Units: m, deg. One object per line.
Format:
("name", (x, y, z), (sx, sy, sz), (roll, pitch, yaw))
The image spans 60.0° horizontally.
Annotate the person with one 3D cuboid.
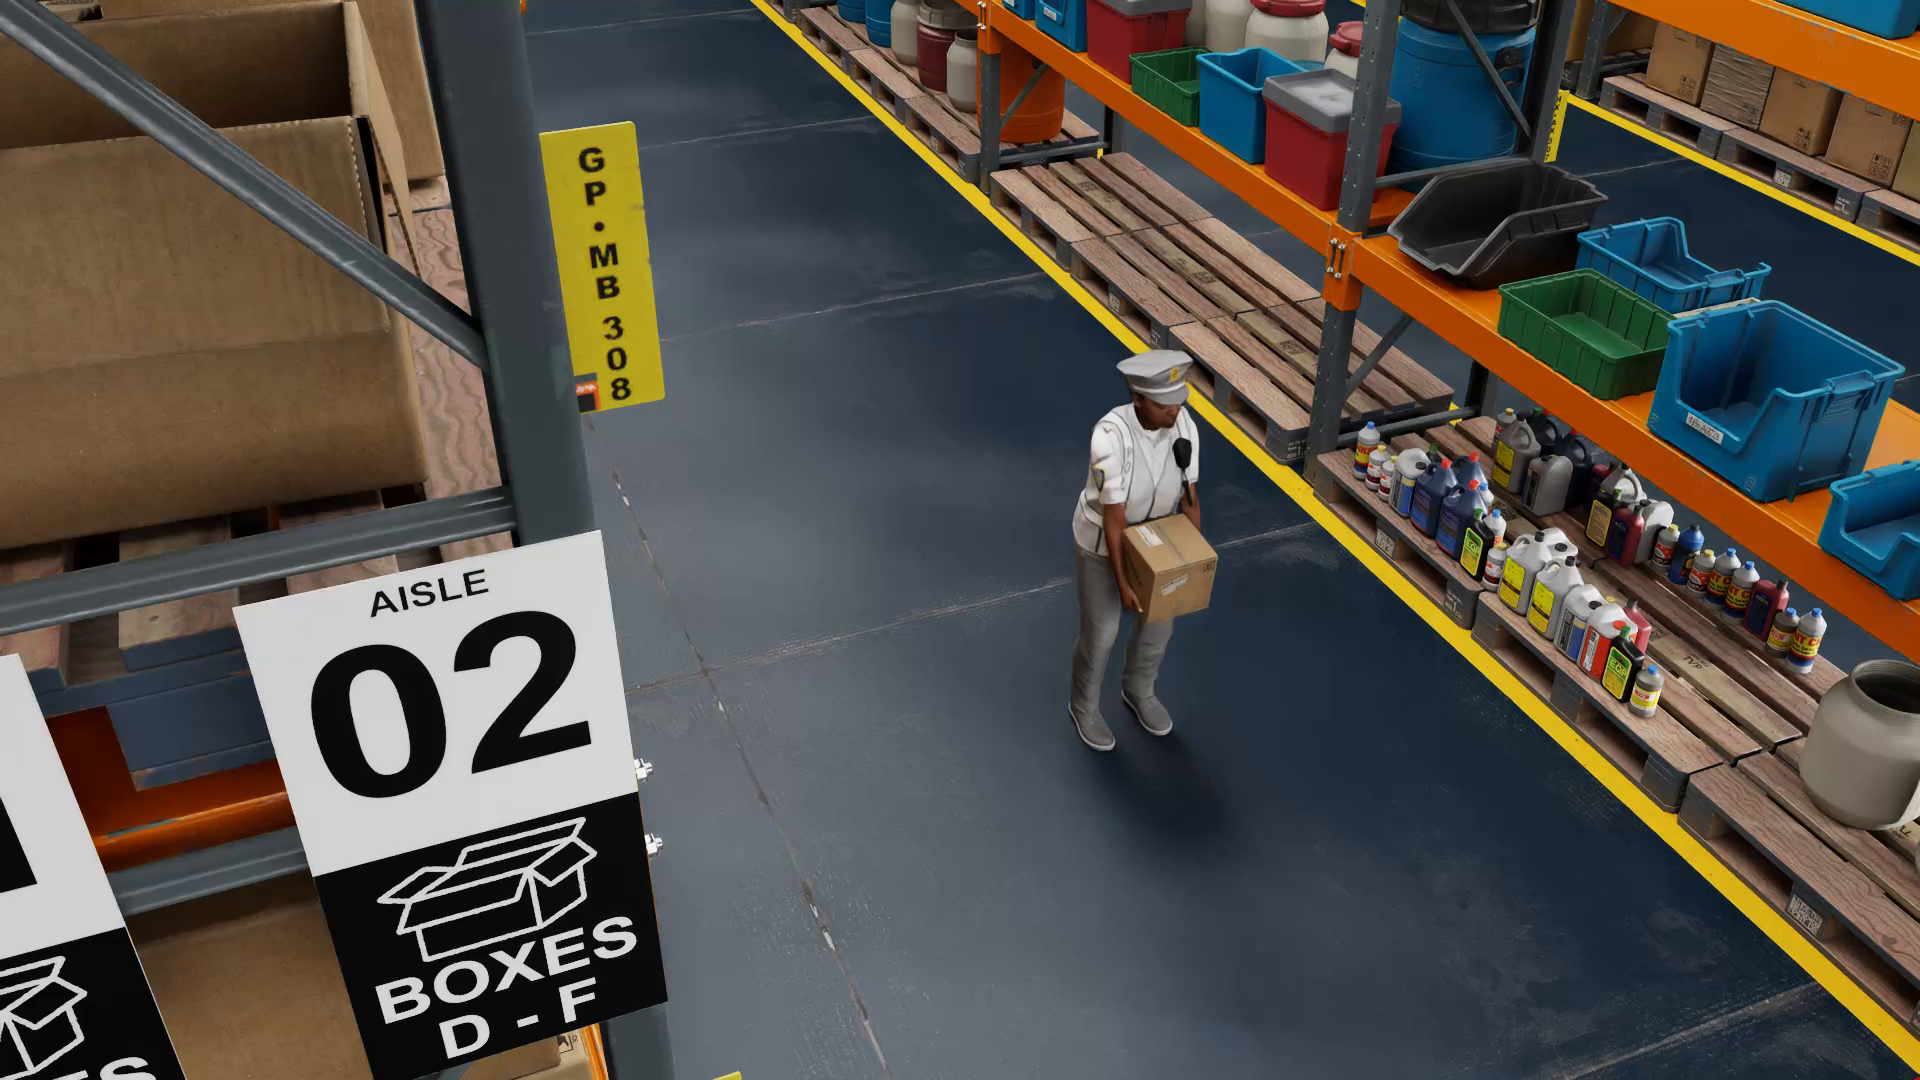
("person", (0.628, 0.013, 6.123), (0.528, 1.658, 0.397), (-15, 37, -22))
